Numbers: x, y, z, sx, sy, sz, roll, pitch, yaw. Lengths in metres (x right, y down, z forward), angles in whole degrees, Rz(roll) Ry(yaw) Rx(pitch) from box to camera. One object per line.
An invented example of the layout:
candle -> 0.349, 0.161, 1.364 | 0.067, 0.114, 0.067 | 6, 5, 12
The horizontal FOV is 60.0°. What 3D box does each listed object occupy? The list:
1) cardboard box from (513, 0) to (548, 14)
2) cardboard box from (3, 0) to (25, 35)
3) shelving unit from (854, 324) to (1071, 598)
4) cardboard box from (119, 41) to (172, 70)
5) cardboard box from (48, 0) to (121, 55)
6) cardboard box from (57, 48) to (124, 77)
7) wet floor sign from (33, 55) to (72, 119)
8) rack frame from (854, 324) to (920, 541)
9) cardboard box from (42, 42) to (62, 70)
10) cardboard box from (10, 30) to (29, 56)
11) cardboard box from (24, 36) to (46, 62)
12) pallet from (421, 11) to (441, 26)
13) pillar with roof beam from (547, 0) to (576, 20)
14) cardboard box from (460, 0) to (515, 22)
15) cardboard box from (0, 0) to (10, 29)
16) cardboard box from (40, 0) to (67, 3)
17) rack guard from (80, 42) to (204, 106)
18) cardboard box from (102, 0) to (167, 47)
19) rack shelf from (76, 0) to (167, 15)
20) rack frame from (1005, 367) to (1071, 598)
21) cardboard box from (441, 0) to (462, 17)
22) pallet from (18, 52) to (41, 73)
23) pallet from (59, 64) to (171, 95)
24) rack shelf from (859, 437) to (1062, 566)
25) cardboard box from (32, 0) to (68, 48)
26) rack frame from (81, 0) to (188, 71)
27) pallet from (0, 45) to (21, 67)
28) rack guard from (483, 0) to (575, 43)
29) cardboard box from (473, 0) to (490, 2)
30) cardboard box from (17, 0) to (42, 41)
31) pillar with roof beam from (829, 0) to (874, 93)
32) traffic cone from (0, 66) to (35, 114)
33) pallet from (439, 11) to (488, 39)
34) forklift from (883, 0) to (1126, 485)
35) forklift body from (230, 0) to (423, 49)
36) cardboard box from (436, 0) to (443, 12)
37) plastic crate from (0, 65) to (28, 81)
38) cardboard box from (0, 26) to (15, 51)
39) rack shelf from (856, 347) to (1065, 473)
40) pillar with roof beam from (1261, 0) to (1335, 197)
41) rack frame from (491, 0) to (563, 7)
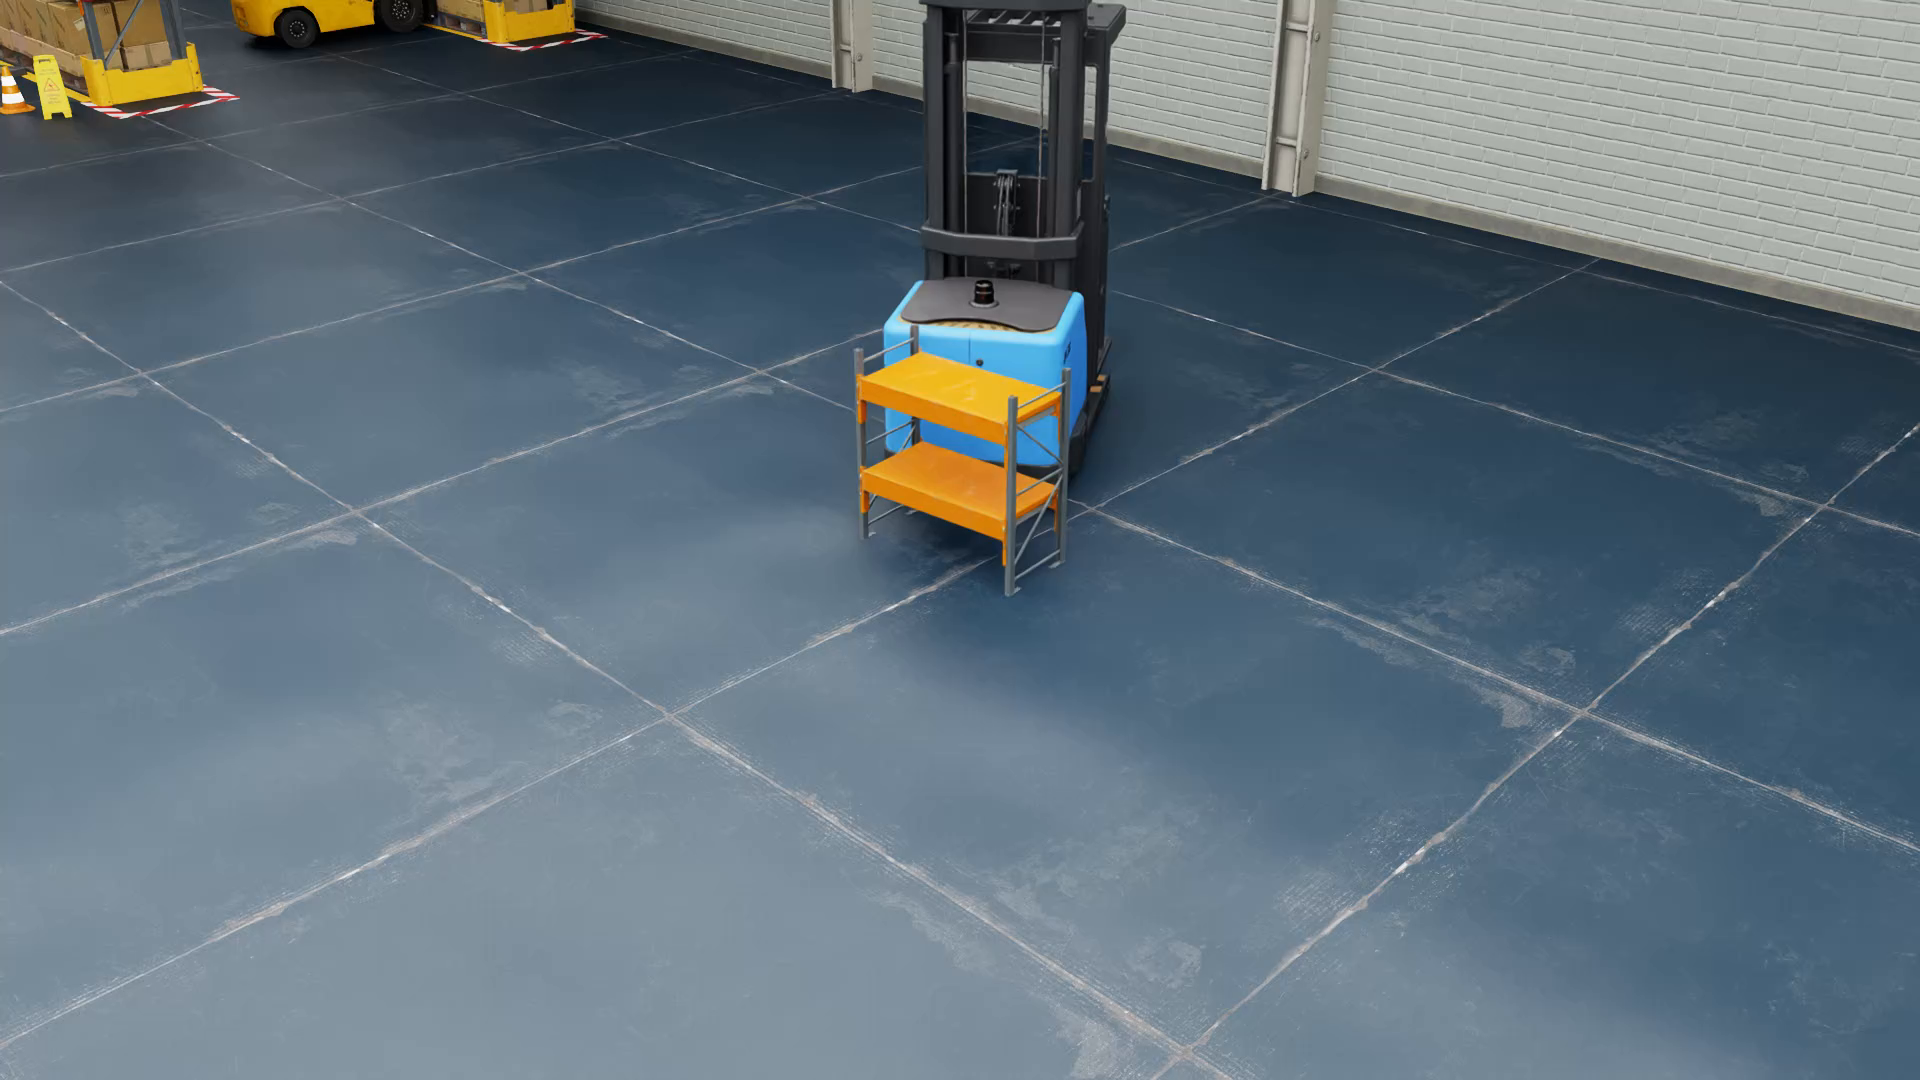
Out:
cardboard box -> -5.857, -7.166, 22.158 | 0.500, 0.250, 0.500 | 25, 37, 39
cardboard box -> -10.984, -6.307, 19.719 | 0.500, 0.500, 0.500 | -23, 35, -37
shelving unit -> 0.005, -0.440, 8.878 | 1.048, 1.125, 0.538 | 20, 34, 34
cardboard box -> -9.503, -5.647, 19.270 | 0.500, 0.250, 0.500 | 24, 36, 38
cardboard box -> -9.876, -5.799, 18.753 | 0.500, 0.500, 0.500 | 25, 37, 39
cardboard box -> -9.904, -5.475, 18.942 | 0.500, 0.250, 0.500 | 24, 36, 38
wet floor sign -> -9.736, -4.864, 17.808 | 0.267, 0.644, 0.232 | -13, 30, -22
rack frame -> -0.392, -0.588, 9.159 | 0.032, 1.125, 0.500 | 20, 34, 34
cardboard box -> -10.250, -5.638, 19.253 | 0.500, 0.250, 0.500 | 25, 37, 39
cardboard box -> -10.974, -5.973, 19.889 | 0.500, 0.250, 0.500 | 24, 36, 38
cardboard box -> -10.627, -5.807, 19.575 | 0.500, 0.250, 0.500 | 23, 35, 37
pallet -> -7.085, -7.371, 23.042 | 1.213, 0.211, 1.003 | 25, 36, 38
pillar with roof beam -> -8.527, -9.725, 18.076 | 0.400, 9.000, 9.100 | 25, 36, 38
cardboard box -> -6.201, -6.989, 21.822 | 0.500, 0.250, 0.500 | 25, 37, 39
cardboard box -> -11.352, -6.477, 20.041 | 0.500, 0.500, 0.500 | -24, 36, -37
cardboard box -> -10.184, -6.184, 18.788 | 0.380, 0.149, 0.250 | -24, 36, -38
rack guard -> -9.176, -5.242, 18.682 | 0.348, 0.500, 1.175 | 25, 36, 38
cardboard box -> -9.520, -5.987, 19.110 | 0.500, 0.500, 0.500 | 23, 36, 37
rack shelf -> -10.548, -6.658, 19.461 | 4.000, 0.370, 1.077 | 25, 36, 38
rack frame -> 0.402, -0.292, 8.596 | 0.032, 1.125, 0.500 | 20, 34, 34
cardboard box -> -6.549, -7.155, 22.137 | 0.500, 0.250, 0.500 | 25, 36, 38
pallet -> -10.596, -5.789, 20.032 | 1.213, 0.211, 1.003 | 25, 36, 38
pallet -> -9.730, -5.391, 19.276 | 1.213, 0.211, 1.003 | 25, 36, 38
rack shelf -> 0.005, -0.223, 8.992 | 1.000, 0.278, 0.538 | 20, 34, 34
cardboard box -> -10.250, -5.968, 19.075 | 0.500, 0.500, 0.500 | -24, 36, -37
rack frame -> -9.122, -6.323, 18.053 | 0.127, 3.000, 1.000 | 25, 36, 38
pallet -> -11.470, -6.187, 20.790 | 1.213, 0.211, 1.003 | 25, 36, 38
rack guard -> -5.627, -6.858, 21.755 | 0.348, 0.500, 1.175 | 25, 36, 38
cardboard box -> -6.210, -7.217, 21.719 | 0.500, 0.250, 0.500 | 24, 36, 38
cardboard box -> -10.605, -6.135, 19.392 | 0.500, 0.500, 0.500 | 24, 36, 37
pillar with roof beam -> -4.249, -7.767, 14.352 | 0.400, 9.000, 9.100 | 25, 36, 38
traffic cone -> -10.333, -4.913, 18.096 | 0.334, 0.463, 0.336 | 25, 36, 38
pallet -> -6.219, -6.973, 22.285 | 1.213, 0.211, 1.003 | 25, 36, 38
forklift -> 0.378, -2.167, 10.221 | 1.130, 2.935, 3.031 | 6, 28, 11
forklift body -> -8.275, -7.610, 21.411 | 1.214, 2.155, 2.313 | 25, 36, 38
cardboard box -> -6.899, -7.321, 22.453 | 0.500, 0.250, 0.500 | -25, 37, -39
plastic crate -> -11.429, -5.552, 19.723 | 0.583, 0.080, 0.402 | 12, 30, 22
cardboard box -> -11.354, -6.145, 20.217 | 0.500, 0.250, 0.500 | -23, 35, -36
rack shelf -> 0.005, -0.699, 8.742 | 1.000, 0.278, 0.538 | 20, 34, 34
pillar with roof beam -> 0.030, -5.809, 10.629 | 0.400, 9.000, 9.100 | 25, 36, 38
rack frame -> -5.644, -7.972, 21.188 | 0.127, 3.000, 1.000 | 25, 36, 38
